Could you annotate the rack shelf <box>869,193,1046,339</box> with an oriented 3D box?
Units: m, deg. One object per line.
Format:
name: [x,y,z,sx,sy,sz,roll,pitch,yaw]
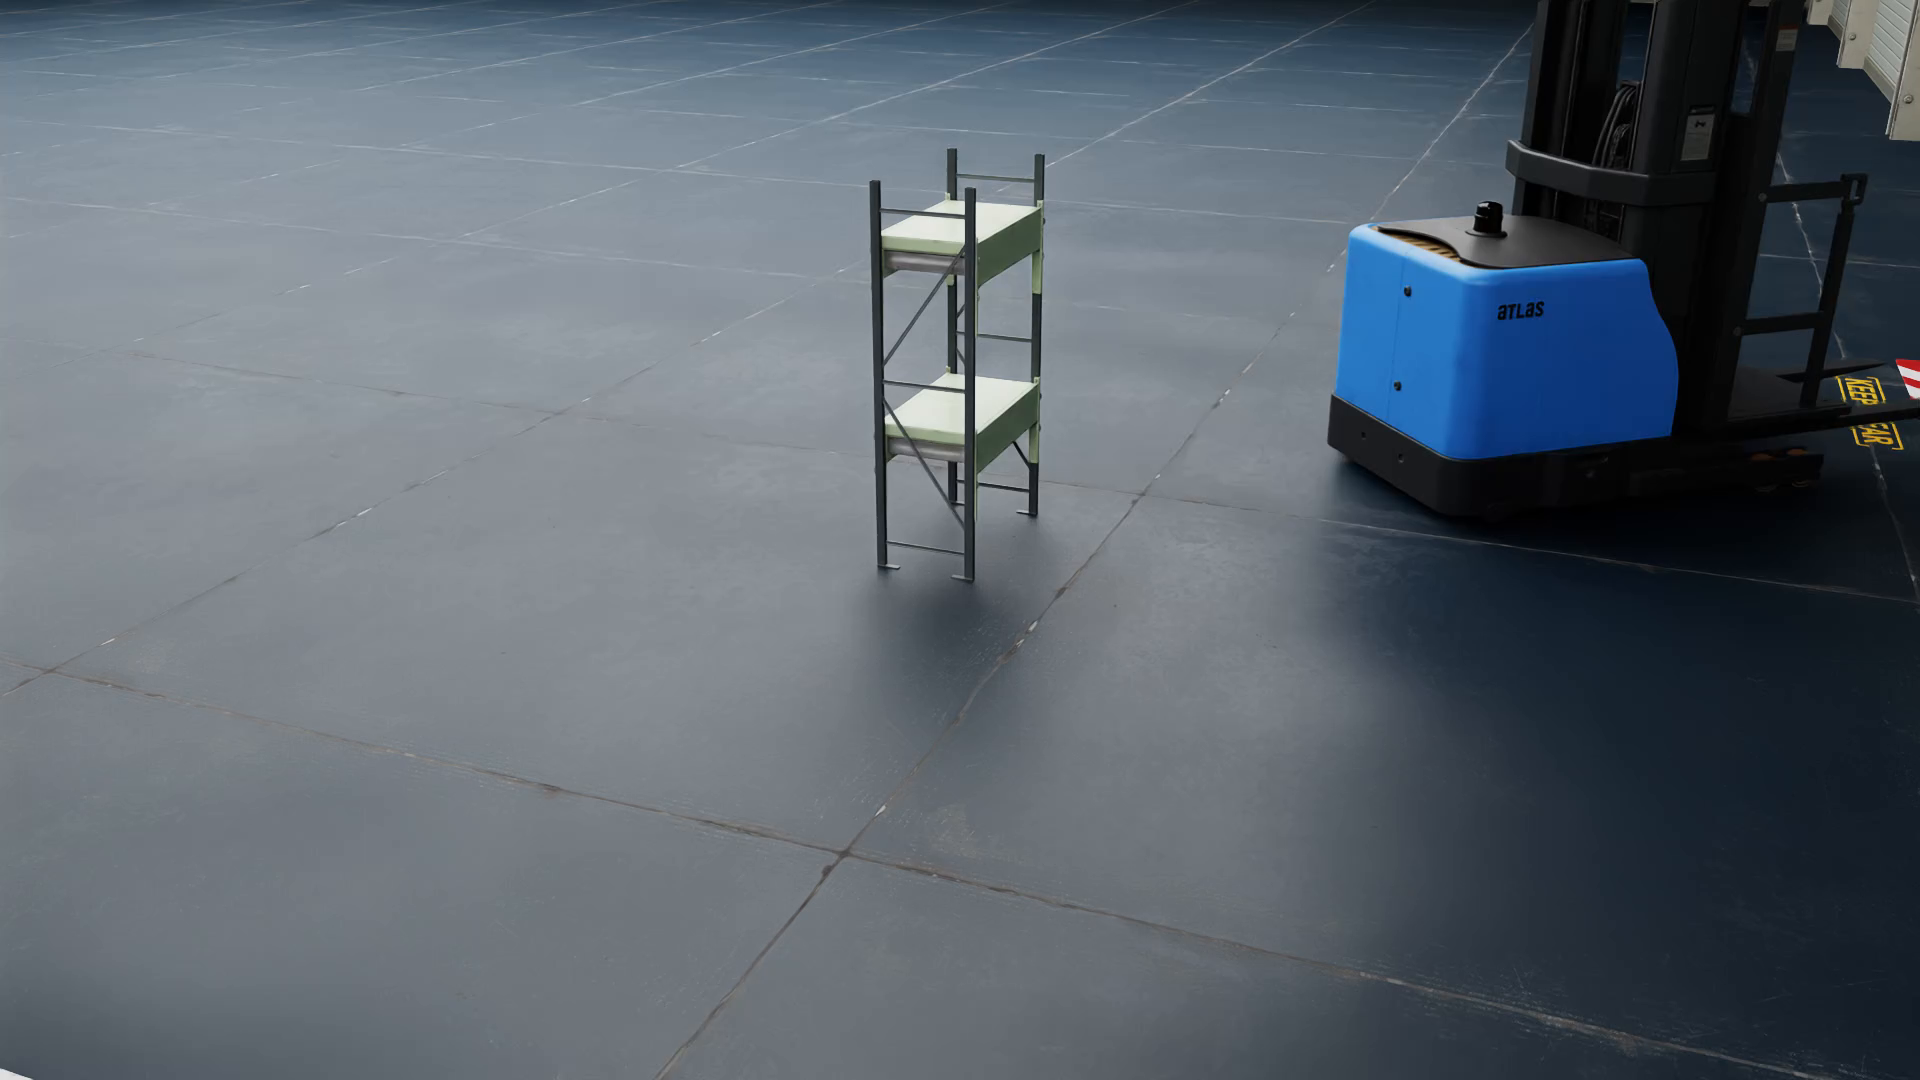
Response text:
rack shelf: [0.002,-1.055,6.316,0.431,0.370,0.720,9,24,20]

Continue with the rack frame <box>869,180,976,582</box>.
rack frame: [-0.133,-0.563,6.153,0.400,1.500,0.023,9,24,20]

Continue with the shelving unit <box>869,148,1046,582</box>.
shelving unit: [0.002,-0.694,6.467,0.431,1.500,0.755,9,24,20]

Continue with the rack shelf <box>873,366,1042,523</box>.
rack shelf: [0.002,-0.394,6.592,0.431,0.370,0.720,9,24,20]

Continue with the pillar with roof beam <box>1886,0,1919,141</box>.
pillar with roof beam: [5.137,-8.658,15.802,9.100,9.000,0.400,9,24,20]

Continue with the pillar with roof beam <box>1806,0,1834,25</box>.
pillar with roof beam: [9.594,-12.952,26.083,9.100,9.000,0.400,9,24,20]

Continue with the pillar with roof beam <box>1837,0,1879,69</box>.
pillar with roof beam: [7.366,-10.805,20.943,9.100,9.000,0.400,9,24,20]

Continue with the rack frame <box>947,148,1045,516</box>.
rack frame: [0.138,-0.825,6.780,0.400,1.500,0.023,9,24,20]

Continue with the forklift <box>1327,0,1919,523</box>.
forklift: [3.258,-1.745,7.125,3.031,2.935,1.130,-7,24,-17]
